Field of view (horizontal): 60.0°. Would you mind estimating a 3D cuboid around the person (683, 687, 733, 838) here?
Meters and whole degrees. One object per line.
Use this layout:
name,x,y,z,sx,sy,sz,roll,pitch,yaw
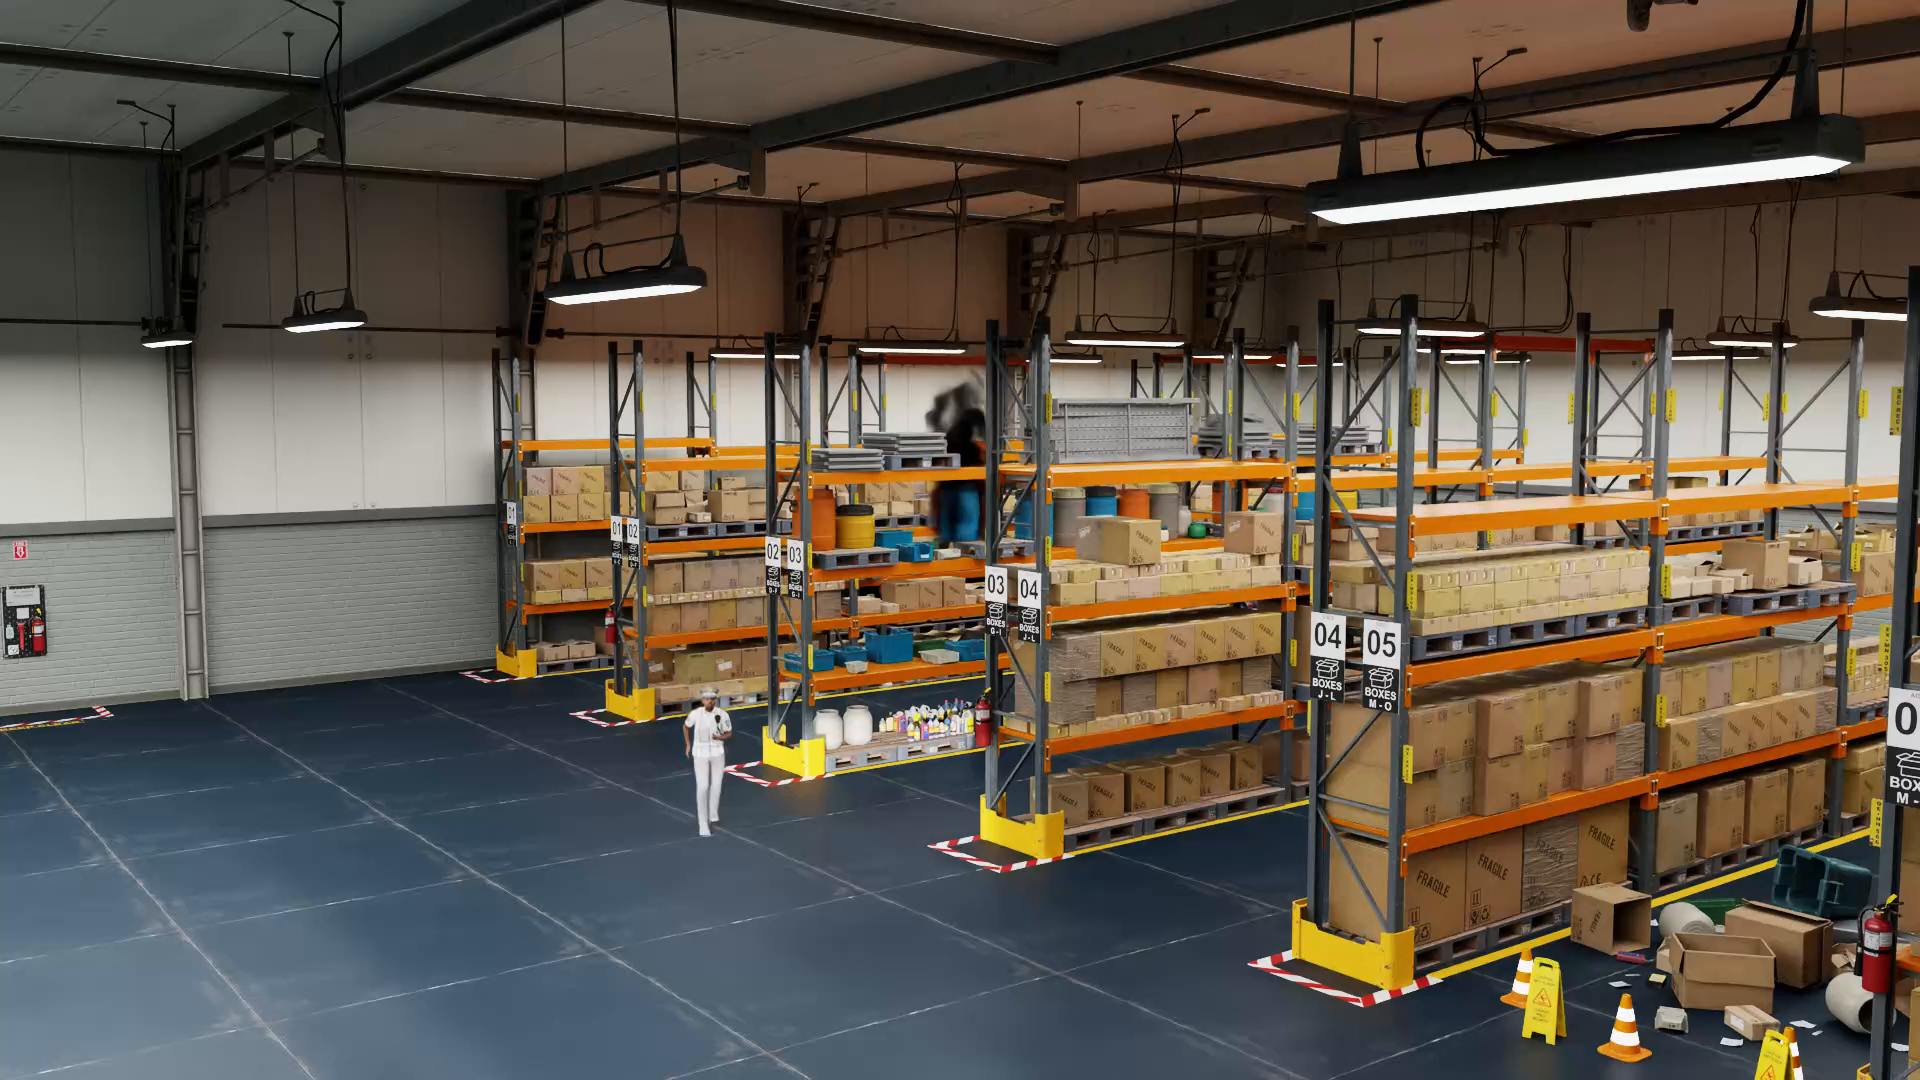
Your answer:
person,-2.976,2.591,19.701,0.551,1.756,0.780,-1,5,-15
